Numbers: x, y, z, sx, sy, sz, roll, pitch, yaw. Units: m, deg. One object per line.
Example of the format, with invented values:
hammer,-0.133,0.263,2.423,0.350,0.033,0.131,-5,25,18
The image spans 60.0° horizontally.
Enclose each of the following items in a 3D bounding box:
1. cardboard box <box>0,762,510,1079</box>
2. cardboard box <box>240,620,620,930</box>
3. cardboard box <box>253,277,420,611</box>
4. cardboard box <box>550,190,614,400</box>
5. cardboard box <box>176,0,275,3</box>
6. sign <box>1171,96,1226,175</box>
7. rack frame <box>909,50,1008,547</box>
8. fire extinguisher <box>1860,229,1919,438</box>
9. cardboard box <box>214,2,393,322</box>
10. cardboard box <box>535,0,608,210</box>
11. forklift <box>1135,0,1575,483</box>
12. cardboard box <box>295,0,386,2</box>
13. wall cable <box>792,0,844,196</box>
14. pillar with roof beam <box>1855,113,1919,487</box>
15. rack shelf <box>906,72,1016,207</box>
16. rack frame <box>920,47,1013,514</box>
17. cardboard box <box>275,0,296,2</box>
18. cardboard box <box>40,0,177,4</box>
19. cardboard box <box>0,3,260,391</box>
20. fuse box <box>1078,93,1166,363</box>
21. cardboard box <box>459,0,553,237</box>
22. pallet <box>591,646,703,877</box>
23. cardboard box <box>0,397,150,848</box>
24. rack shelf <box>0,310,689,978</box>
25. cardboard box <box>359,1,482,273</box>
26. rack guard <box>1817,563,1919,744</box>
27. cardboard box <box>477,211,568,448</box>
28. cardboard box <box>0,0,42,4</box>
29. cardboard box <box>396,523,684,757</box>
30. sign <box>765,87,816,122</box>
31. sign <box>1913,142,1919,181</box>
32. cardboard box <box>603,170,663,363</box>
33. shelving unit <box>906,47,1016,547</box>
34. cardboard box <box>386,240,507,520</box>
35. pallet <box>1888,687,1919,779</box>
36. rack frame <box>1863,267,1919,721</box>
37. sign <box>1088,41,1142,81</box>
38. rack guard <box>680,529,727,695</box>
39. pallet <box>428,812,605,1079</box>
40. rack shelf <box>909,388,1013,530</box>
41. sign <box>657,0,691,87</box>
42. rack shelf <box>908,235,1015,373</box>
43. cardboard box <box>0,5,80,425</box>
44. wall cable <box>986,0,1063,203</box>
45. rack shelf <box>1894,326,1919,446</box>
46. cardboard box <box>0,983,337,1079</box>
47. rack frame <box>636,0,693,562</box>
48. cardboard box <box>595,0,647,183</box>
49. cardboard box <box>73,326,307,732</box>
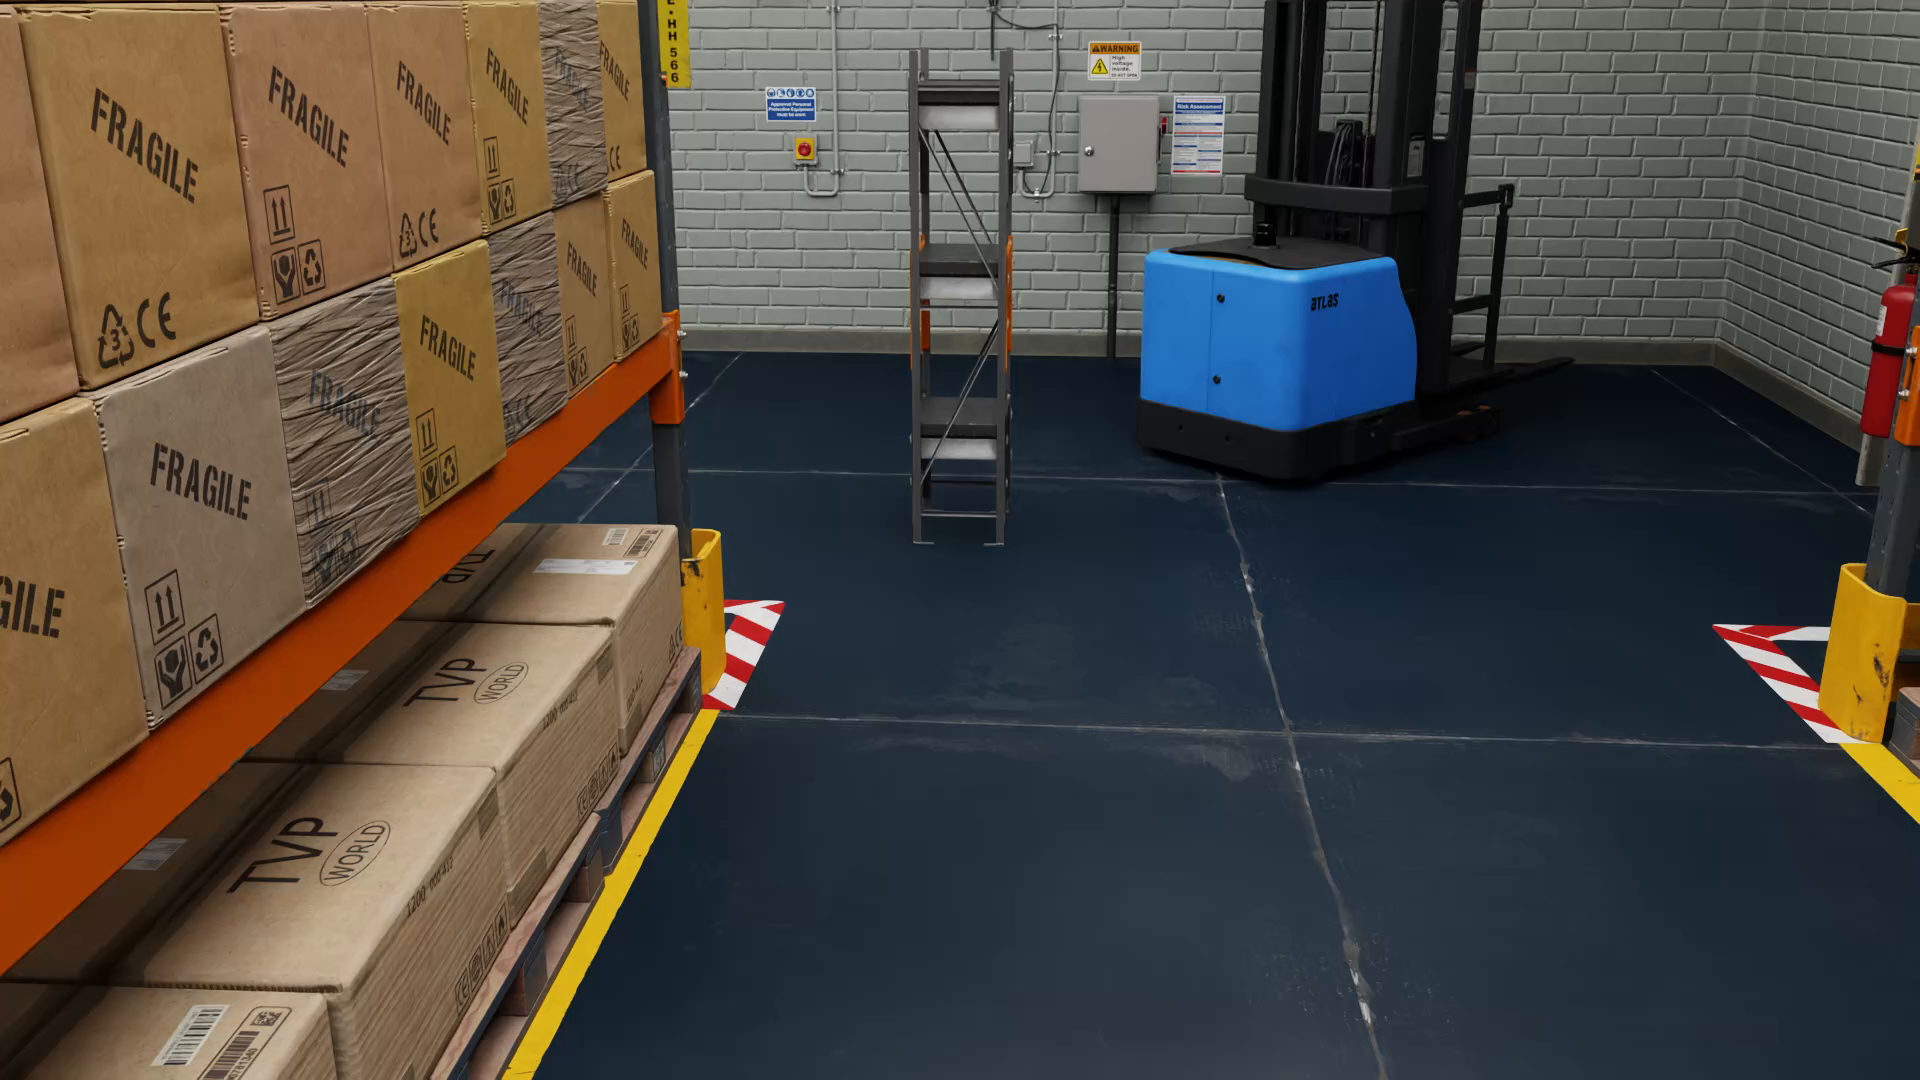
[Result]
cardboard box,-1.511,0.850,3.453,0.875,0.438,0.875,1,18,2
cardboard box,-1.444,0.570,4.308,0.875,0.438,0.875,2,18,5
cardboard box,-1.349,-0.196,3.042,0.500,0.500,0.500,1,18,4
cardboard box,-1.261,-0.676,4.509,0.500,0.500,0.500,1,18,3
cardboard box,-1.339,-0.939,2.663,0.380,0.149,0.250,1,18,2
sign,1.534,-2.608,10.717,0.329,0.494,0.001,1,18,4
rack frame,-0.006,-0.973,7.022,0.400,2.100,0.015,1,18,4
fire extinguisher,3.061,-0.672,5.381,0.296,0.674,0.183,1,18,4
cardboard box,-1.360,-0.678,2.910,0.500,0.500,0.500,2,18,5
cardboard box,-1.245,-1.145,4.333,0.500,0.500,0.500,1,18,4
forklift,2.364,-2.040,8.941,3.031,2.935,1.130,-15,24,-39
cardboard box,-1.317,-1.093,3.135,0.380,0.149,0.250,1,18,4
wall cable,-1.059,-3.189,10.658,0.585,1.953,0.123,1,18,4
pillar with roof beam,0.310,-4.595,6.993,9.100,9.000,0.400,1,18,4
rack shelf,0.012,-1.701,7.039,0.431,0.518,0.480,1,18,4
rack frame,0.029,-1.125,7.484,0.400,2.100,0.015,1,18,4
cardboard box,-1.403,-1.019,2.906,0.380,0.149,0.250,1,18,4
cardboard box,-1.387,-0.857,2.413,0.380,0.149,0.250,1,18,4
cardboard box,-1.408,-0.520,2.425,0.500,0.500,0.500,1,18,3
fuse box,1.026,-1.987,10.740,0.539,1.711,0.414,1,18,4
cardboard box,-1.283,-0.991,3.864,0.500,0.500,0.500,1,18,4
pallet,-1.419,0.635,5.145,1.003,0.211,1.213,1,18,4
cardboard box,-1.431,0.115,2.094,0.500,0.500,0.500,2,18,6
rack shelf,-1.583,0.023,3.691,1.077,0.370,4.000,1,18,4
cardboard box,-1.321,-0.835,3.388,0.500,0.500,0.500,1,18,4
rack guard,3.506,0.381,5.457,1.175,0.500,0.348,1,18,4
cardboard box,-1.288,-0.516,4.021,0.500,0.500,0.500,2,18,6
cardboard box,-1.466,-0.781,2.182,0.380,0.149,0.250,1,18,3
cardboard box,-1.387,0.285,5.176,0.875,0.438,0.875,1,18,2
sign,-1.102,-2.840,10.840,0.327,0.218,0.001,1,18,4
sign,2.970,-1.254,5.042,0.100,0.325,0.005,1,18,4
cardboard box,-1.210,-0.832,4.984,0.500,0.500,0.500,1,18,4
shelving unit,0.012,-1.049,7.253,0.431,2.100,0.503,1,18,4
cardboard box,-1.312,-0.356,3.530,0.500,0.500,0.500,2,18,6
pallet,3.450,0.766,4.746,1.003,0.211,1.213,1,18,4
rack frame,3.512,-0.830,5.140,1.000,3.000,0.127,1,18,4
sign,0.986,-3.058,10.611,0.339,0.242,0.001,1,18,4
rack guard,-1.438,0.240,5.886,1.175,0.500,0.348,1,18,4
pallet,-1.509,1.013,3.992,1.003,0.211,1.213,1,18,4
rack shelf,0.012,-0.371,7.475,0.431,0.518,0.480,1,18,4
sign,-0.899,-1.586,5.207,0.100,0.325,0.005,1,18,4
rack shelf,0.012,-1.036,7.257,0.431,0.518,0.480,1,18,4
cardboard box,-1.450,-0.363,1.947,0.500,0.500,0.500,1,18,4
wall cable,0.357,-3.147,10.577,0.588,1.984,0.122,1,18,4
rack shelf,3.368,0.133,3.356,1.077,0.370,4.000,1,18,4
cardboard box,-1.574,1.128,2.604,0.875,0.438,0.875,1,18,3
rack frame,-1.439,-0.940,5.474,1.000,3.000,0.127,1,18,4
cardboard box,-1.237,-1.308,4.830,0.500,0.500,0.500,2,18,6
cardboard box,-1.391,-0.041,2.571,0.500,0.500,0.500,1,18,4
